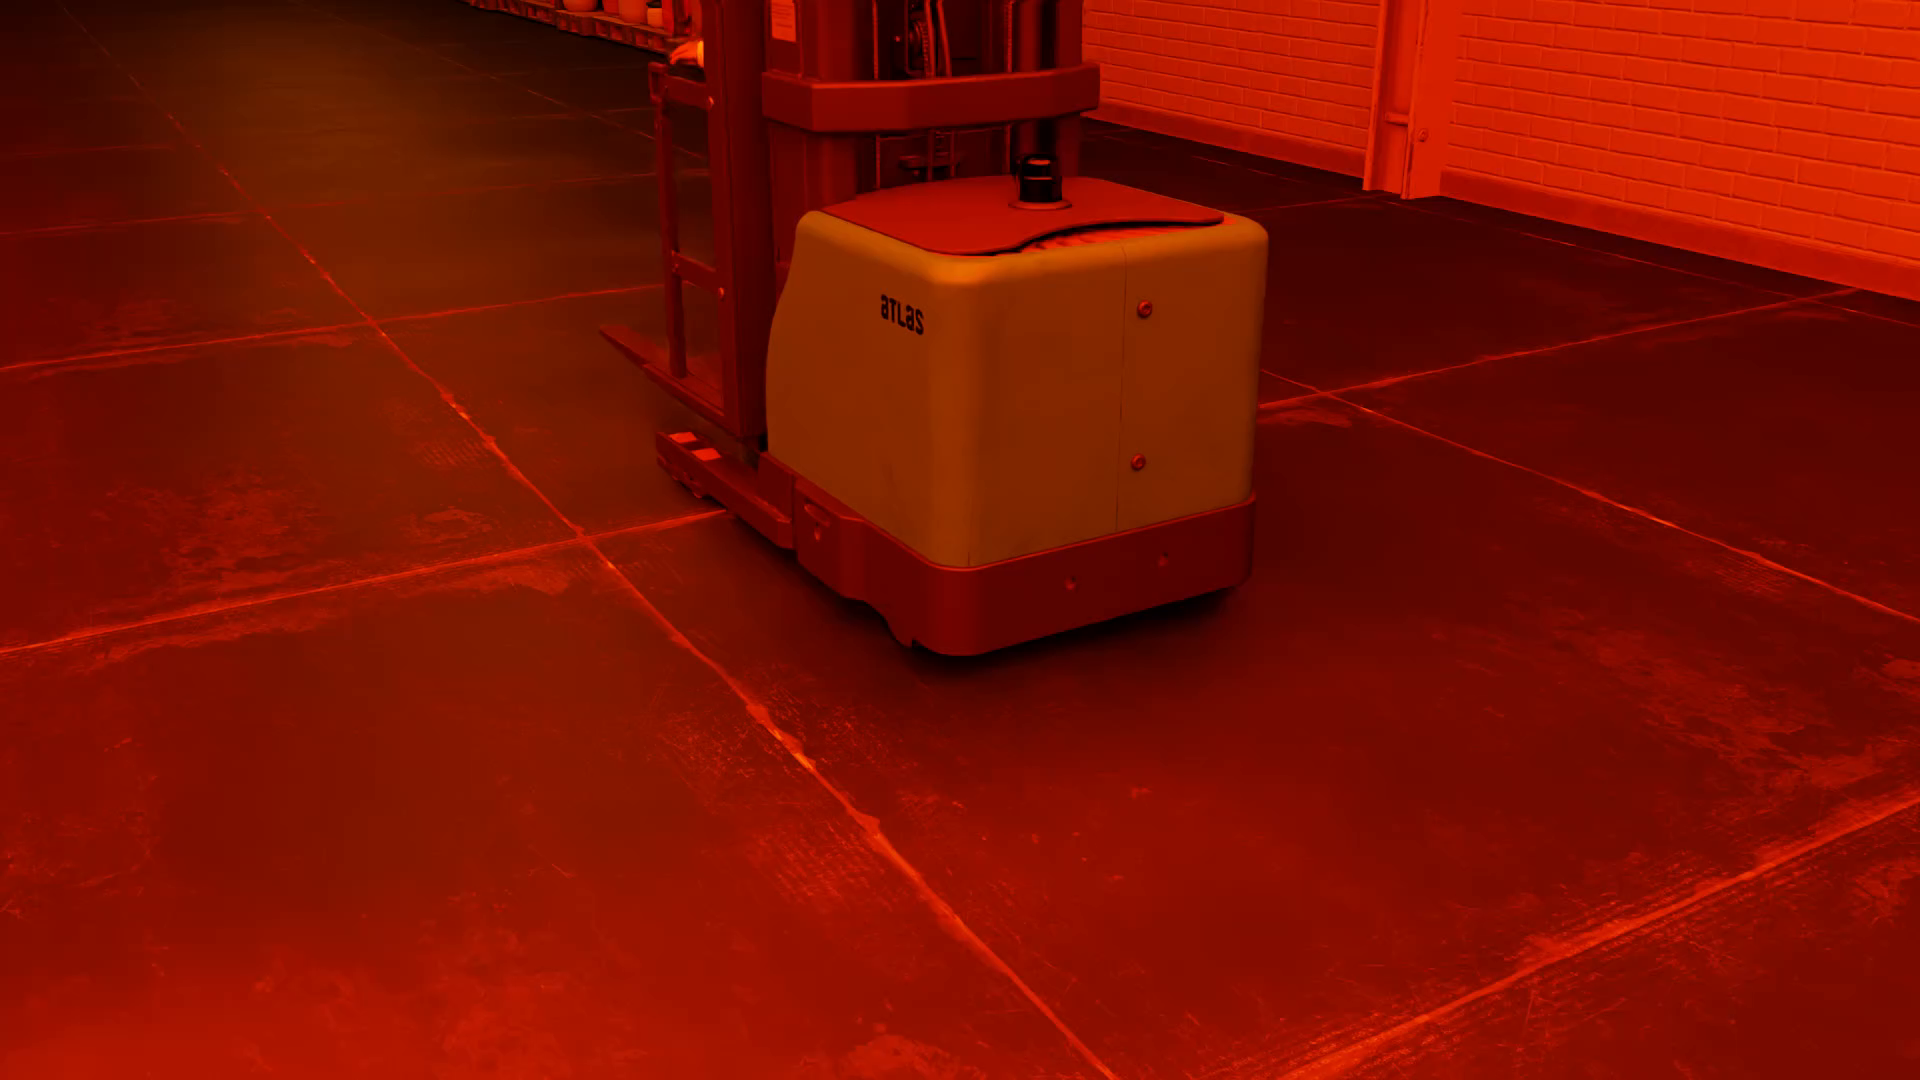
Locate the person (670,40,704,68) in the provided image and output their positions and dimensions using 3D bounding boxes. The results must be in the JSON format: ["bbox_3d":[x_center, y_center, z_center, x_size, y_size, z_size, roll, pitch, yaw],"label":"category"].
[{"bbox_3d":[-0.654,-1.882,7.697,1.165,1.620,0.903,4,23,10],"label":"person"}]

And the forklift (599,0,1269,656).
[{"bbox_3d":[-0.368,-1.573,5.107,1.130,2.935,3.031,-13,26,-29],"label":"forklift"}]
